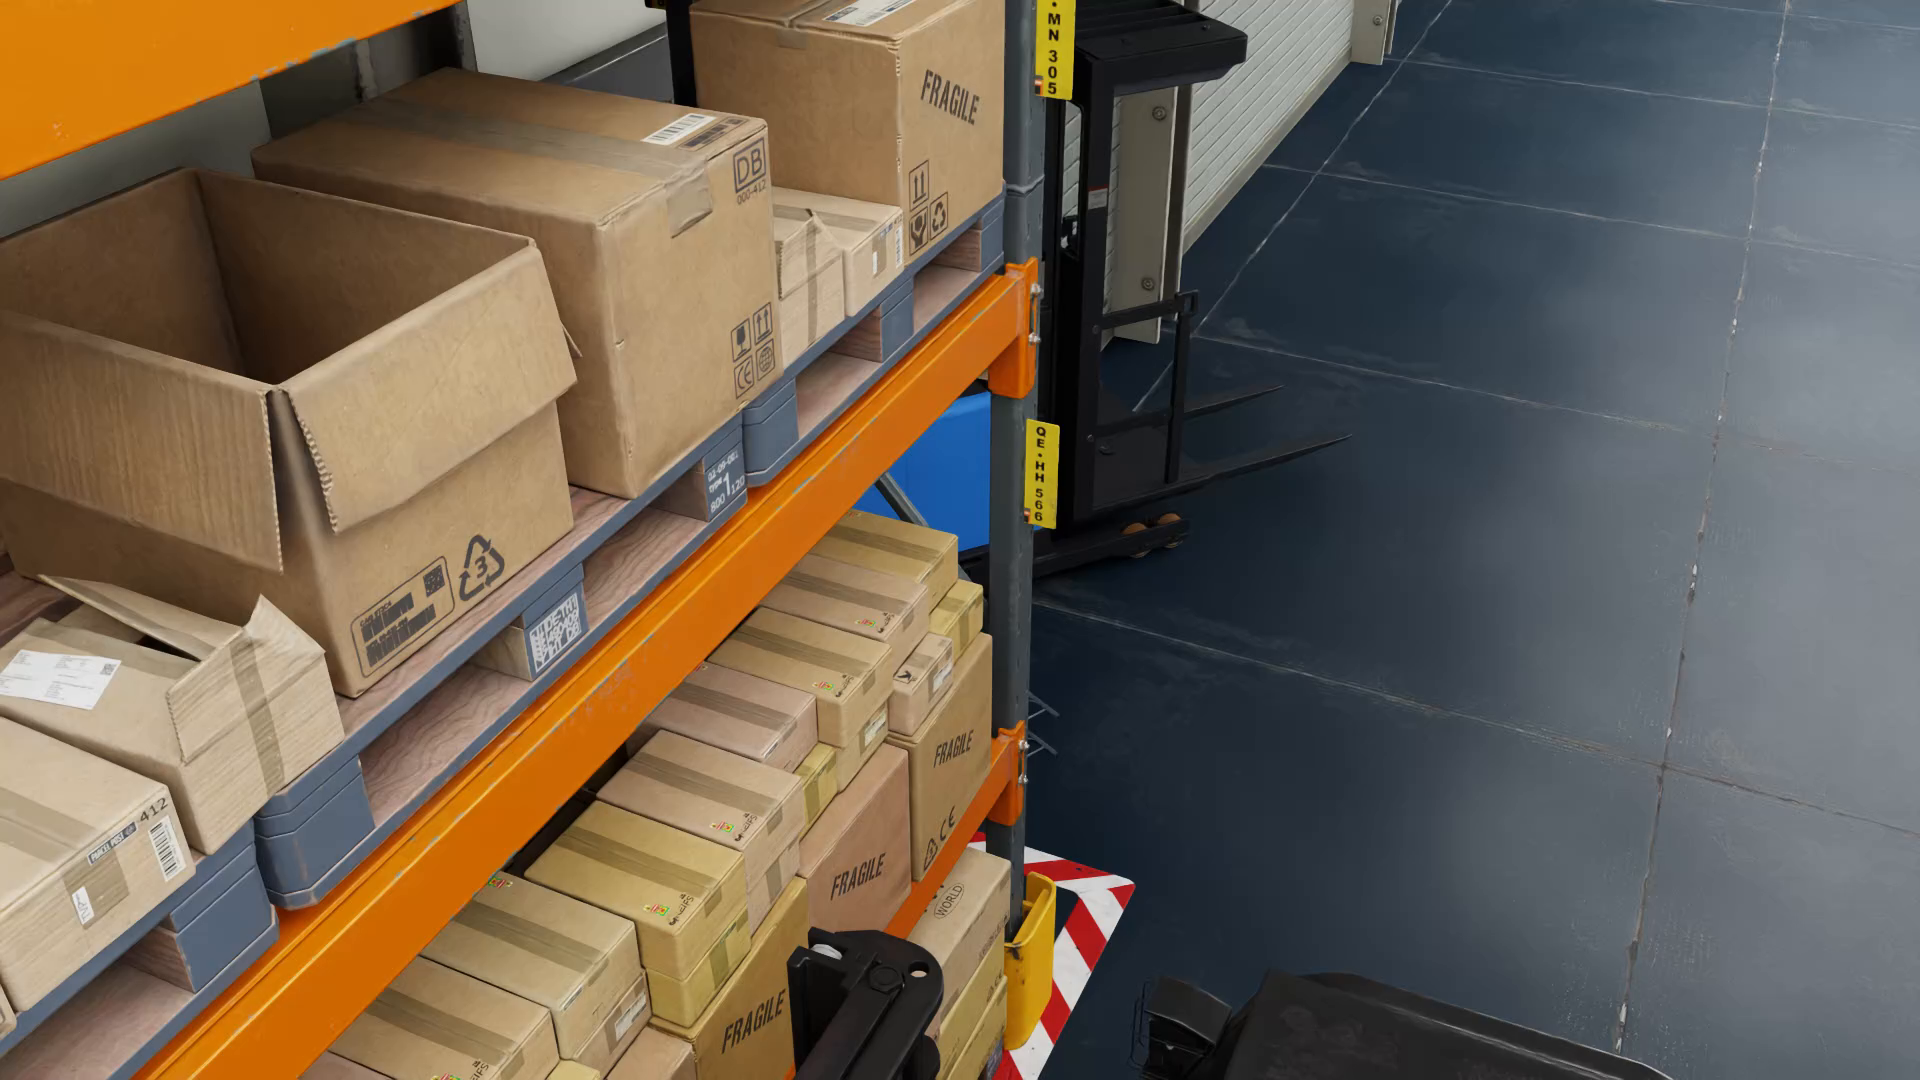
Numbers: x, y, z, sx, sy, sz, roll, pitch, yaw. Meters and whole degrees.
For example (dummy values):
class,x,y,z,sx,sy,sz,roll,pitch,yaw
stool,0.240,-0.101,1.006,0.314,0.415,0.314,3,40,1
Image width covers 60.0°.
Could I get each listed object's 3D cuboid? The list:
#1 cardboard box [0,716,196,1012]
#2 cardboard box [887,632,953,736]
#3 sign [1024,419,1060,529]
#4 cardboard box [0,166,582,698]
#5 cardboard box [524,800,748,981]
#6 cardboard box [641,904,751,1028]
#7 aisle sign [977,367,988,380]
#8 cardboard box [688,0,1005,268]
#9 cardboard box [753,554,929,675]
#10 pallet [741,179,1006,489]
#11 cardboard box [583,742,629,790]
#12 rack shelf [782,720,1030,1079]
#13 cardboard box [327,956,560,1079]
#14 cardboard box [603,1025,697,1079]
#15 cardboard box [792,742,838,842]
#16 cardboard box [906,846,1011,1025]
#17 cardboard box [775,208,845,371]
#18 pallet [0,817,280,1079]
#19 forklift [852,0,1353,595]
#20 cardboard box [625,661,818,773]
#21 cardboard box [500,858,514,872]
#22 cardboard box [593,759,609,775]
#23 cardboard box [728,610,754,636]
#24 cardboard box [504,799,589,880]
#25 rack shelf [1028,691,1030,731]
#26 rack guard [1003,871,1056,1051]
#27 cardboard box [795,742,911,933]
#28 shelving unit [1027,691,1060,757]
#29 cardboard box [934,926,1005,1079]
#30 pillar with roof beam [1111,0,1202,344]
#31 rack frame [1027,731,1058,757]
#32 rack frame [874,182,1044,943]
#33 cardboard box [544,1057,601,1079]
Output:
class,x,y,z,sx,sy,sz,roll,pitch,yaw
cardboard box,-1.158,0.364,1.979,0.380,0.149,0.250,15,36,22
cardboard box,-0.240,0.333,4.324,0.380,0.149,0.250,15,36,21
sign,0.218,-0.177,4.512,0.100,0.325,0.005,14,36,20
cardboard box,-1.032,-0.194,2.506,0.797,0.503,0.637,15,36,22
cardboard box,-0.671,0.723,3.458,0.380,0.149,0.250,15,36,21
cardboard box,-0.674,0.843,3.546,0.380,0.149,0.250,14,36,21
aisle sign,0.025,-0.778,4.330,0.394,0.787,0.004,14,36,20
cardboard box,-0.233,-0.962,3.681,0.500,0.500,0.500,15,36,22
cardboard box,-0.303,0.194,4.264,0.380,0.149,0.250,14,36,21
pallet,-0.589,-0.596,3.769,1.003,0.211,1.213,14,36,20
cardboard box,-0.971,0.453,4.141,0.380,0.149,0.250,13,35,19
rack shelf,-1.106,1.572,3.773,1.077,0.370,4.000,14,36,20
cardboard box,-0.985,0.951,3.110,0.380,0.149,0.250,14,36,21
cardboard box,-0.877,1.303,3.436,0.500,0.500,0.500,14,36,21
cardboard box,-0.518,0.569,3.964,0.380,0.149,0.250,14,36,20
cardboard box,-0.179,1.132,5.001,0.500,0.250,0.500,15,36,22
cardboard box,-0.446,-0.532,3.239,0.396,0.266,0.258,14,36,21
pallet,-1.609,0.619,1.916,1.003,0.211,1.213,14,36,20
forklift,0.558,-1.381,7.683,3.031,2.935,1.130,-16,36,-22
cardboard box,-0.559,0.438,3.893,0.380,0.149,0.250,14,36,21
cardboard box,-1.249,0.695,3.771,0.380,0.149,0.250,15,36,22
cardboard box,-1.046,0.470,3.844,0.380,0.149,0.250,15,36,22
cardboard box,-0.692,0.209,4.513,0.380,0.149,0.250,14,36,20
cardboard box,-1.133,0.932,4.002,0.500,0.500,0.500,14,36,20
rack shelf,0.177,0.748,6.915,0.258,0.200,0.077,-24,41,-32
rack guard,-0.259,1.308,5.799,1.175,0.500,0.348,14,36,20
cardboard box,-0.462,0.795,4.211,0.500,0.500,0.500,15,36,22
shelving unit,0.027,0.646,7.067,0.258,0.210,0.900,-24,41,-32
cardboard box,-0.189,1.354,5.118,0.500,0.250,0.500,14,36,20
pillar with roof beam,5.041,-4.095,6.288,9.100,9.000,0.400,14,36,20
rack frame,0.026,0.730,7.123,0.240,0.006,0.900,-24,41,-32
rack frame,-0.269,0.275,5.095,1.000,3.000,0.127,14,36,20
cardboard box,-0.905,1.090,3.169,0.380,0.149,0.250,13,36,20
